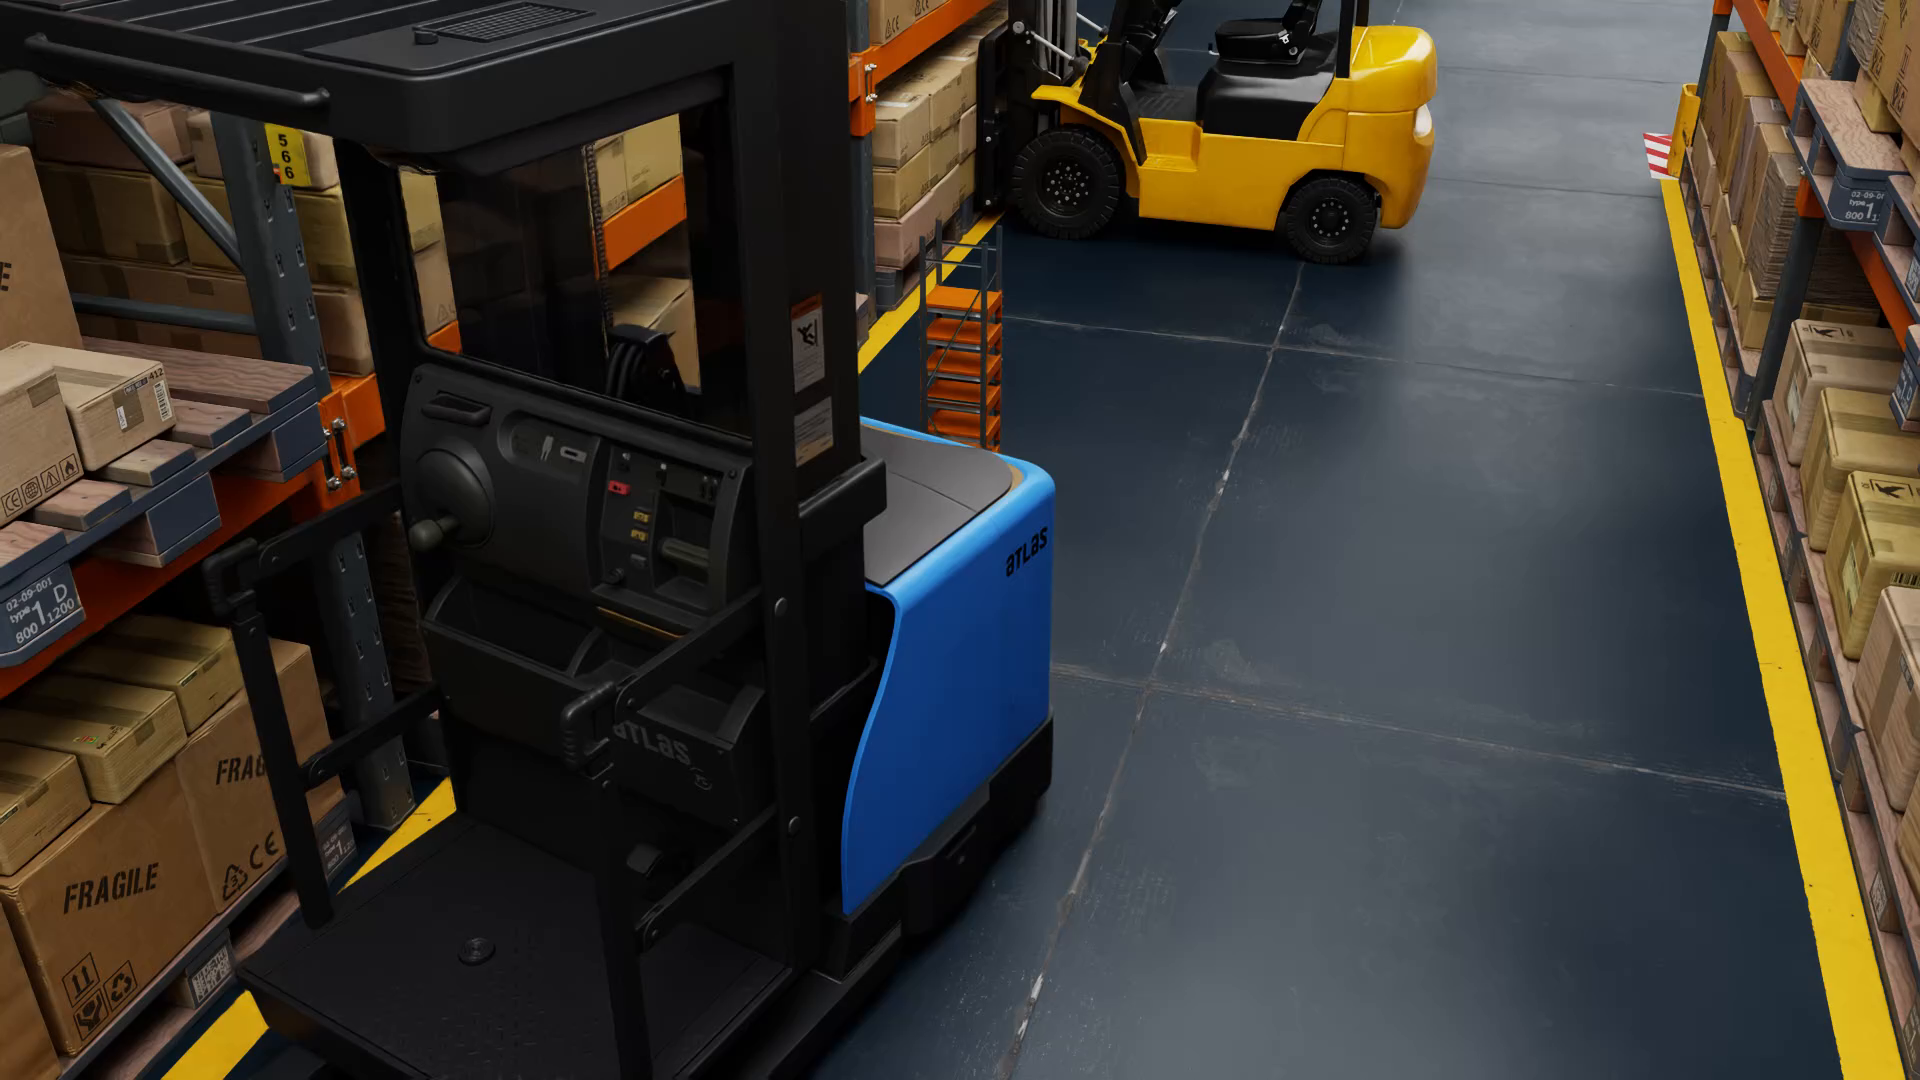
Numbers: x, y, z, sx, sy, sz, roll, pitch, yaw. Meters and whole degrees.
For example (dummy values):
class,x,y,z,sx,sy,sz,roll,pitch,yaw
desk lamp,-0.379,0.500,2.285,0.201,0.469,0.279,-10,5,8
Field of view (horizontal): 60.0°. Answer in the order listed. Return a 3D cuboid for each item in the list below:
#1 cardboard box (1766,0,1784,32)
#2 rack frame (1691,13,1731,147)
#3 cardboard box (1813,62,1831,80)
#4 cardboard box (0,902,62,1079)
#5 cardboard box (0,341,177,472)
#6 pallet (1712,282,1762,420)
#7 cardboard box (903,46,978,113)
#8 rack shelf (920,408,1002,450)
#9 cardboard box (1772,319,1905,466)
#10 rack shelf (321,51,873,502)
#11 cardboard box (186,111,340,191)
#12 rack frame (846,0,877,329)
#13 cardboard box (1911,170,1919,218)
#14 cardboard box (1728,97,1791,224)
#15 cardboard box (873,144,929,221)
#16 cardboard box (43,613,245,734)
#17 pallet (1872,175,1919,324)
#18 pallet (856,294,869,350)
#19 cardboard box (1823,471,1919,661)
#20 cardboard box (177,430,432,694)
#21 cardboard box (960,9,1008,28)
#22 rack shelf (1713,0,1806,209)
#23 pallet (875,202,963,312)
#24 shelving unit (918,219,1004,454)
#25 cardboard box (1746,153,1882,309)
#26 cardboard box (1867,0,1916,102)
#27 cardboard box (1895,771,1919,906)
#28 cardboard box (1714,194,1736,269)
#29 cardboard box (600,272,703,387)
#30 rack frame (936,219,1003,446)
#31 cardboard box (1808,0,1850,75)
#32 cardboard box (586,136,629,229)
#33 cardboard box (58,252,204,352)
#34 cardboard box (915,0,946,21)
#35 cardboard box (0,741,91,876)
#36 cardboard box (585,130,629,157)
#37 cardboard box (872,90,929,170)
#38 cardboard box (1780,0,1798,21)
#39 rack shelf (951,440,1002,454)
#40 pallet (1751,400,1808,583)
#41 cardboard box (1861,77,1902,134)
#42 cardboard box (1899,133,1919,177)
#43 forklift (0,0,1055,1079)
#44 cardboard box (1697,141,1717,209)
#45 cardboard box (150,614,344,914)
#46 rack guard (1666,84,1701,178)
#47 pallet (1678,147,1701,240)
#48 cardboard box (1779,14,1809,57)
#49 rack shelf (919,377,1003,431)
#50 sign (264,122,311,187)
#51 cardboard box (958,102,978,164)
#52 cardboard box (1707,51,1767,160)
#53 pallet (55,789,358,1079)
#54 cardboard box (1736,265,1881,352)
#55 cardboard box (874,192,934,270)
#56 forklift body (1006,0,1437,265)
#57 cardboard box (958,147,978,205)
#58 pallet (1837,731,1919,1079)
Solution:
class,x,y,z,sx,sy,sz,roll,pitch,yaw
cardboard box,4.085,-2.519,7.952,0.380,0.149,0.250,9,30,15
rack frame,5.016,-3.583,9.605,1.000,3.000,0.127,8,30,15
cardboard box,3.645,-1.807,6.672,0.380,0.149,0.250,8,30,14
cardboard box,-2.305,1.039,3.436,0.500,0.500,0.500,10,31,17
cardboard box,-1.904,-0.286,3.504,0.380,0.149,0.250,9,30,16
pallet,4.005,-0.823,7.512,1.003,0.211,1.213,8,30,15
cardboard box,-0.167,-2.499,9.024,0.500,0.250,0.500,10,30,17
rack shelf,0.004,-0.387,6.050,0.258,0.103,0.180,8,30,15
cardboard box,3.690,-0.515,6.362,0.950,0.372,0.625,9,30,16
rack shelf,-1.491,-1.187,6.038,1.077,0.370,4.000,8,30,15
cardboard box,-1.703,-1.005,4.201,0.380,0.149,0.250,9,30,16
rack frame,-0.904,-2.431,7.534,1.000,3.000,0.127,8,30,15
cardboard box,2.969,-0.984,4.761,0.380,0.149,0.250,10,31,17
cardboard box,4.055,-1.821,8.063,0.500,0.500,0.500,10,31,18
cardboard box,-0.467,-1.812,8.304,0.500,0.250,0.500,8,30,15
cardboard box,-1.981,0.319,4.063,0.380,0.149,0.250,7,30,12
pallet,3.210,-0.707,4.633,1.003,0.211,1.213,8,30,15
pallet,-1.083,-0.864,7.586,1.003,0.211,1.213,8,30,15
cardboard box,3.280,0.143,5.179,0.950,0.372,0.625,10,30,17
cardboard box,-1.882,-0.006,5.185,0.875,0.625,0.625,9,30,16
cardboard box,0.150,-2.976,9.882,0.500,0.250,0.500,9,30,16
rack shelf,4.429,-2.339,8.110,1.077,0.370,4.000,8,30,15
pallet,-0.631,-1.576,8.865,1.003,0.211,1.213,8,30,15
shelving unit,0.004,-0.531,5.970,0.258,1.200,0.189,8,30,15
cardboard box,3.759,-1.347,7.211,0.500,0.500,0.500,8,30,14
cardboard box,3.284,-1.672,5.328,0.500,0.500,0.500,9,30,15
cardboard box,2.843,0.838,3.928,0.950,0.372,0.625,6,30,11
cardboard box,4.059,-1.504,8.264,0.500,0.250,0.500,9,30,16
cardboard box,-1.500,-0.623,6.296,0.875,0.625,0.625,7,30,13
rack frame,0.031,-0.574,6.047,0.240,1.200,0.006,8,30,15
cardboard box,3.735,-2.140,6.602,0.500,0.500,0.500,8,30,14
cardboard box,-1.417,-1.151,5.388,0.500,0.250,0.500,8,30,13
cardboard box,-2.191,-0.752,4.670,0.500,0.250,0.500,8,30,14
cardboard box,-0.387,-2.888,8.253,0.500,0.500,0.500,9,30,16
cardboard box,-2.151,0.567,3.618,0.380,0.149,0.250,7,30,13
cardboard box,-1.395,-1.369,5.266,0.500,0.250,0.500,8,30,14
cardboard box,-0.462,-2.030,8.181,0.500,0.250,0.500,8,30,14
cardboard box,4.027,-2.622,7.469,0.500,0.500,0.500,9,30,16
rack shelf,0.004,-0.282,6.109,0.258,0.103,0.180,8,30,15
pallet,3.615,-0.144,6.291,1.003,0.211,1.213,8,30,15
cardboard box,3.296,-1.471,5.636,0.380,0.149,0.250,9,30,16
cardboard box,3.170,-1.215,5.175,0.380,0.149,0.250,9,30,16
forklift,-0.941,-0.052,3.328,1.130,2.935,3.031,17,33,28
cardboard box,4.358,-1.993,9.144,0.500,0.250,0.500,10,30,17
cardboard box,-1.997,0.564,4.290,0.500,0.500,0.500,9,30,16
rack guard,4.994,-2.455,10.150,1.175,0.500,0.348,8,30,15
pallet,4.722,-1.957,9.550,1.003,0.211,1.213,8,30,15
cardboard box,3.940,-2.280,7.521,0.380,0.149,0.250,8,30,14
rack shelf,0.004,-0.492,5.992,0.258,0.103,0.180,8,30,15
sign,-1.557,-0.970,3.799,0.100,0.325,0.005,8,30,15
cardboard box,-0.162,-2.278,9.142,0.500,0.250,0.500,8,30,14
cardboard box,4.359,-2.303,8.929,0.500,0.500,0.500,7,30,13
pallet,-2.333,0.988,4.256,1.003,0.211,1.213,8,30,15
cardboard box,3.759,-1.019,7.393,0.500,0.250,0.500,10,31,17
cardboard box,-0.446,-1.590,8.420,0.500,0.250,0.500,9,30,15
forklift body,1.457,-2.777,9.030,2.313,2.155,1.214,8,30,15
cardboard box,-0.175,-2.069,9.281,0.500,0.250,0.500,9,30,16
pallet,2.899,0.990,4.253,1.003,0.211,1.213,8,30,15
